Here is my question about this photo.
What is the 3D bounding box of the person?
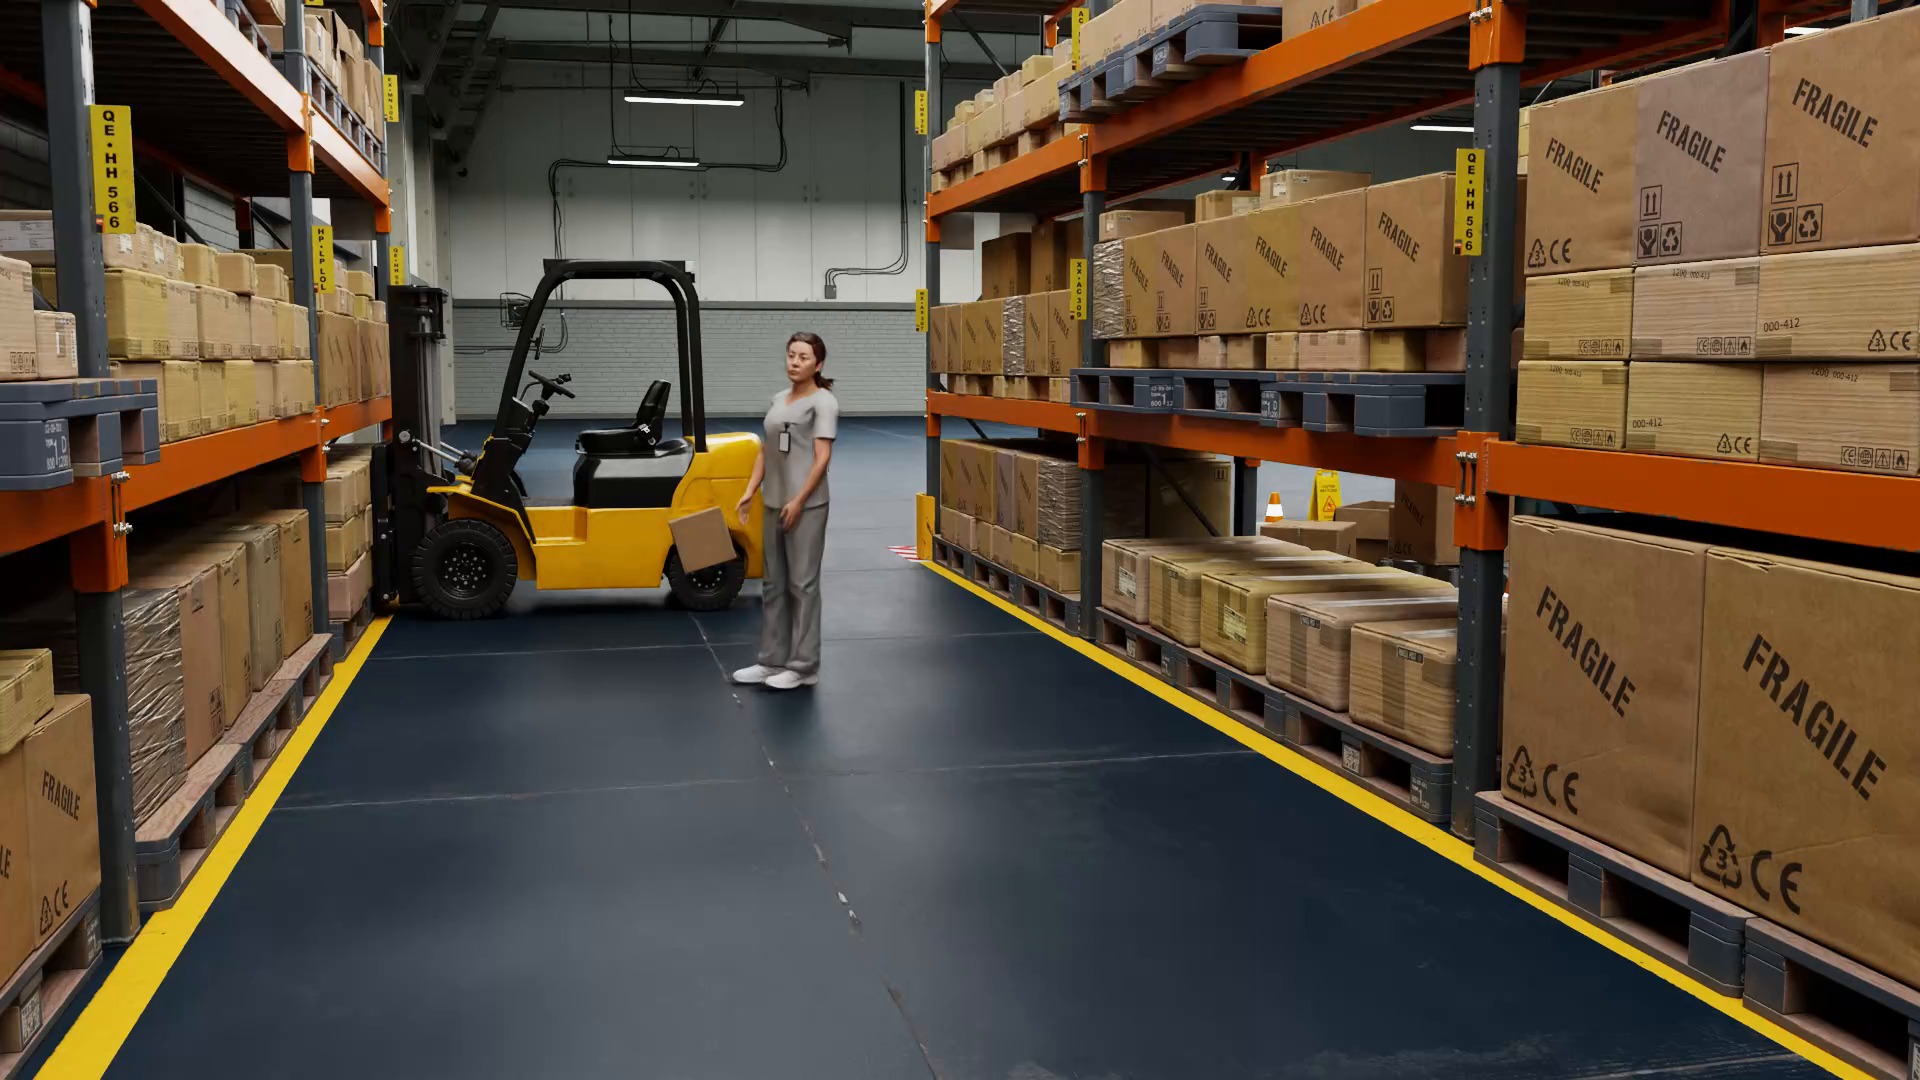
[{"bbox_3d":[-0.805,-0.141,7.853,0.441,1.680,0.527,-6,9,-44],"label":"person"}]
